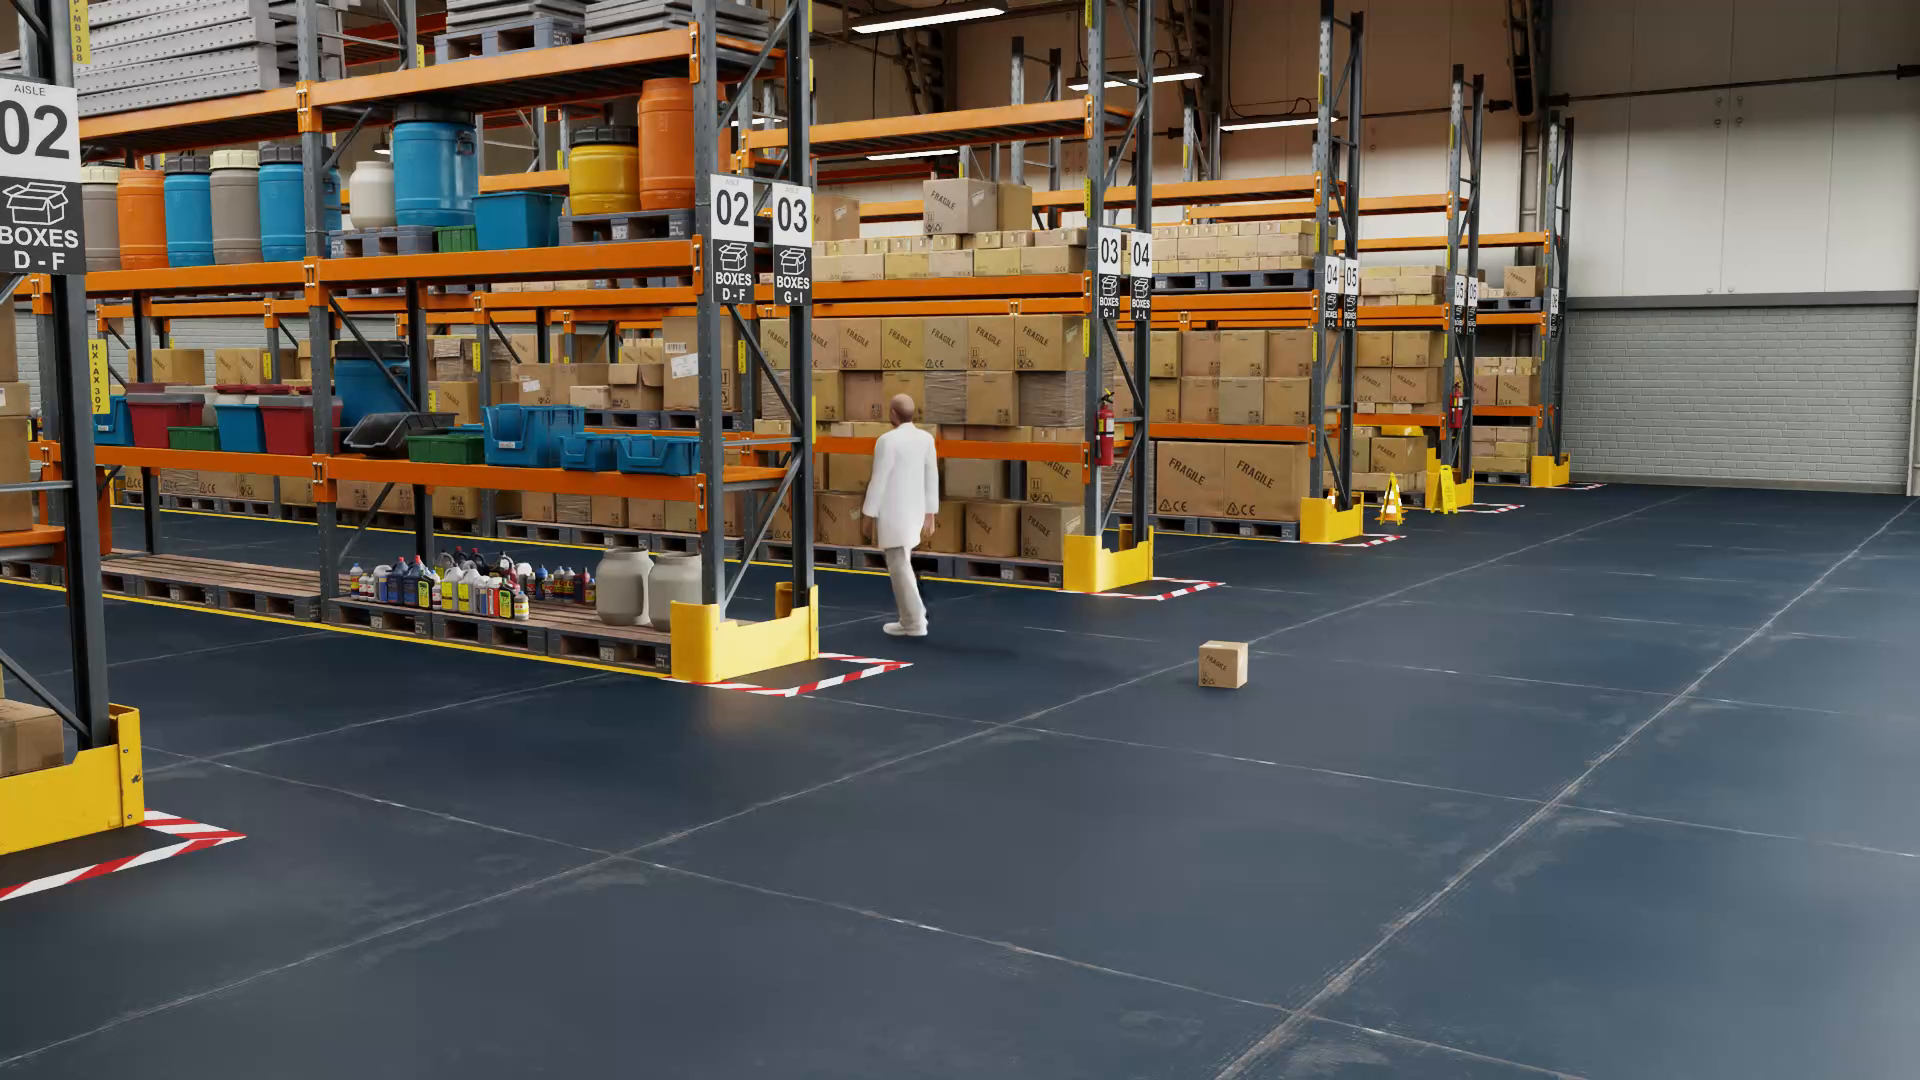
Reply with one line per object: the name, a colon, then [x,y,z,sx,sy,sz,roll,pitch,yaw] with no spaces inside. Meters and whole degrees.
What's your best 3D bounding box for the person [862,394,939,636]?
person: [-0.448,-0.157,12.205,0.529,1.827,0.565,5,8,40]
